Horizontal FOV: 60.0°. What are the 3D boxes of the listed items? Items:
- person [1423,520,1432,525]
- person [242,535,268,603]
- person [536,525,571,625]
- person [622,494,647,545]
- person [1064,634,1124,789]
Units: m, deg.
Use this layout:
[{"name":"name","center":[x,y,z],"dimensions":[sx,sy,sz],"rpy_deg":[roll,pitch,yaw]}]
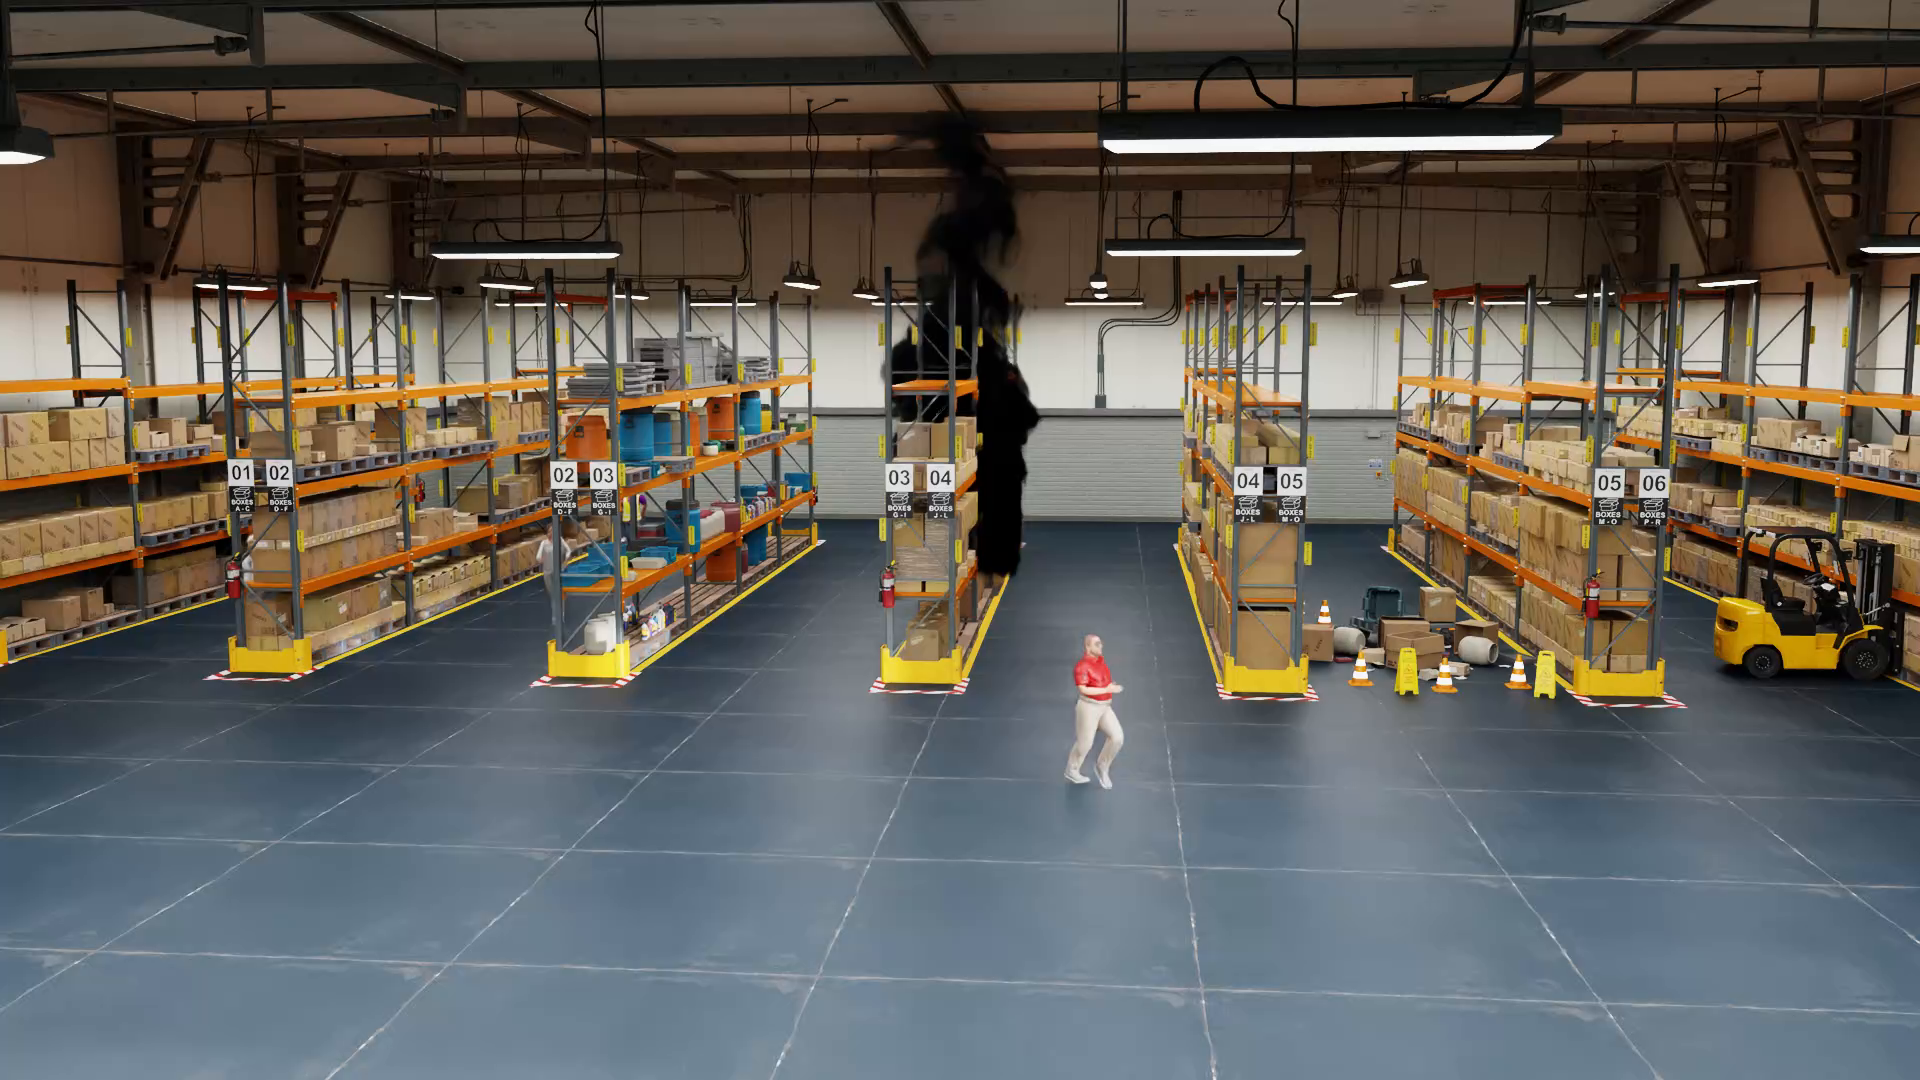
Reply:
[{"name":"person","center":[11.395,-0.663,40.343],"dimensions":[0.823,1.596,0.559],"rpy_deg":[6,9,42]},{"name":"person","center":[-11.677,0.790,27.569],"dimensions":[0.676,1.741,0.971],"rpy_deg":[0,7,2]},{"name":"person","center":[-6.731,0.561,27.511],"dimensions":[0.536,1.614,0.791],"rpy_deg":[0,7,-4]},{"name":"person","center":[-7.370,-0.394,37.236],"dimensions":[0.635,1.815,0.841],"rpy_deg":[0,7,2]},{"name":"person","center":[1.508,1.924,18.490],"dimensions":[0.736,1.770,0.637],"rpy_deg":[6,9,42]}]
